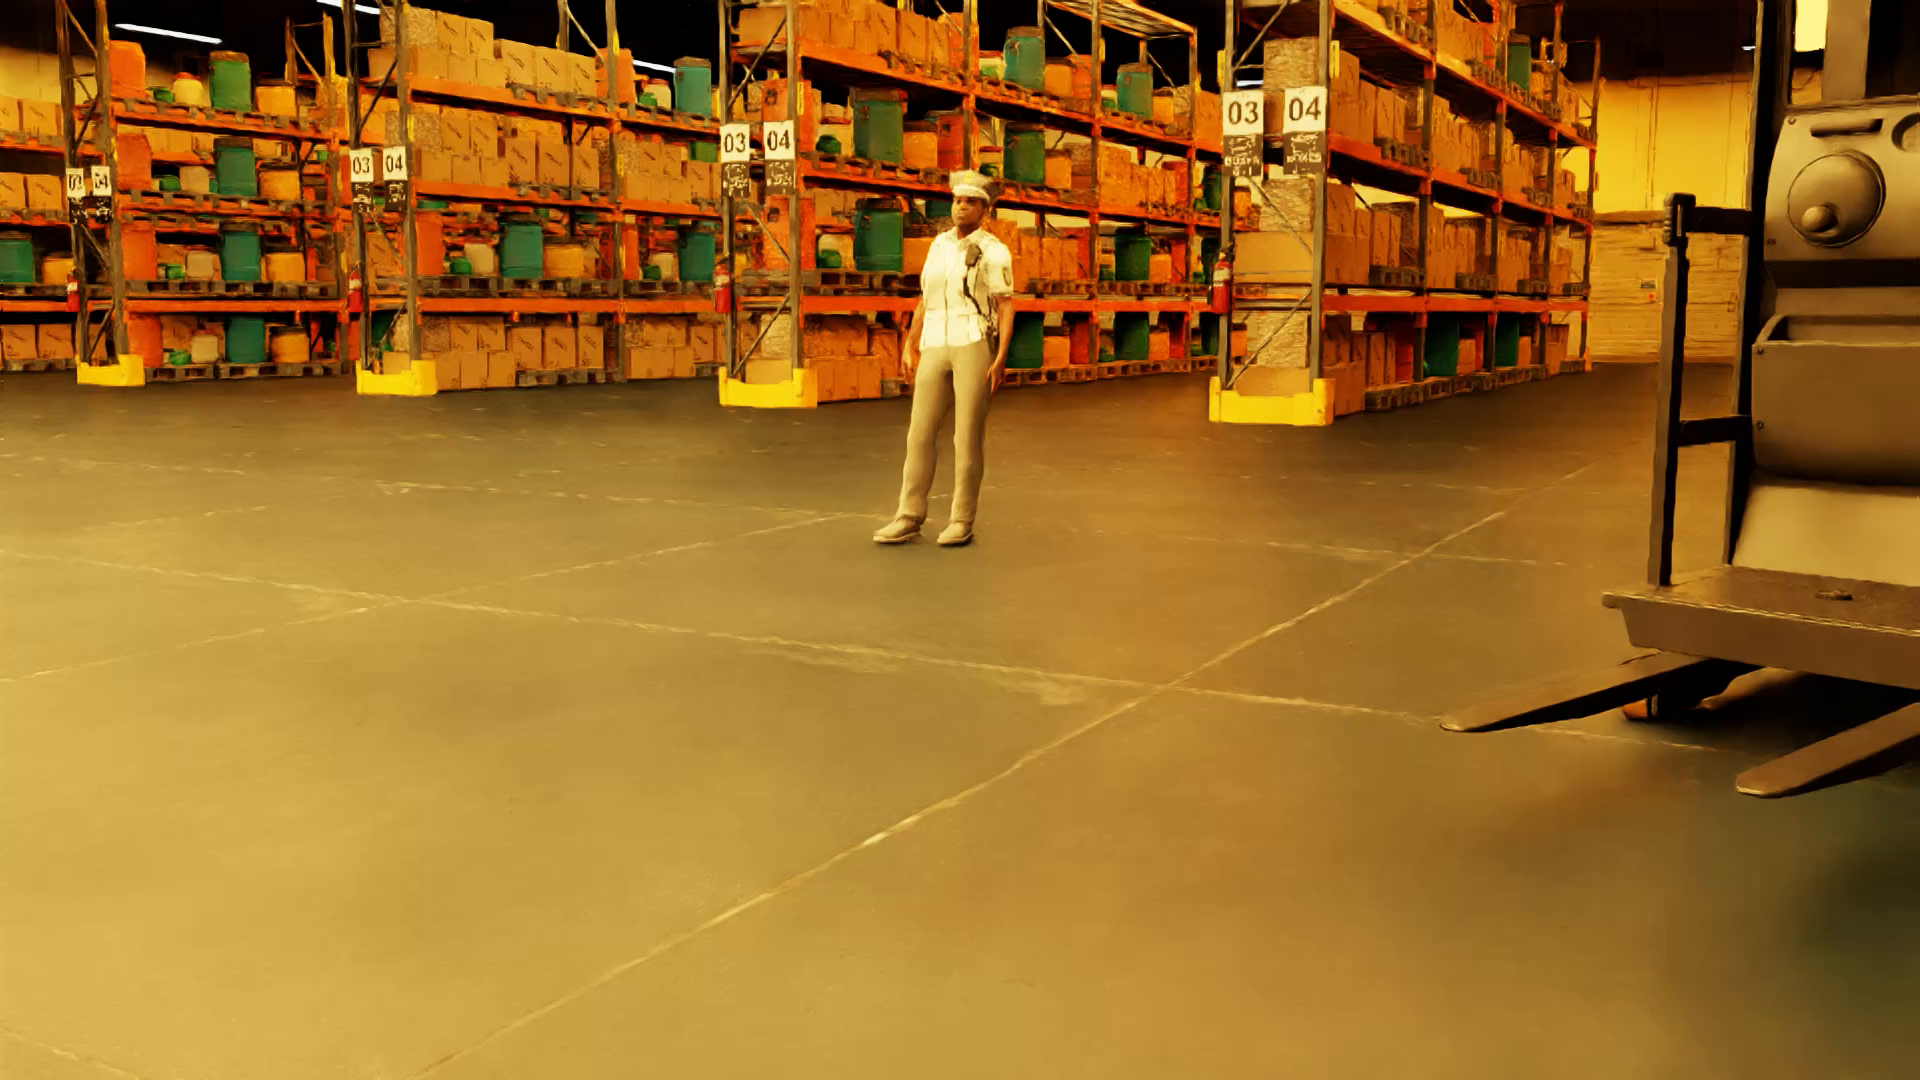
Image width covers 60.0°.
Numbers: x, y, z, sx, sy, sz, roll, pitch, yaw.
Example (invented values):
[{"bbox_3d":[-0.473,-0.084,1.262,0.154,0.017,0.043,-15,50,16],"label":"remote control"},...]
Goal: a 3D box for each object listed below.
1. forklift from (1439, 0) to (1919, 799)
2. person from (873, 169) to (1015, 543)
[{"bbox_3d":[2.345,-0.952,3.991,3.031,2.935,1.130,-7,10,-41],"label":"forklift"},{"bbox_3d":[-0.053,-0.840,7.641,0.570,1.695,0.529,4,9,29],"label":"person"}]
